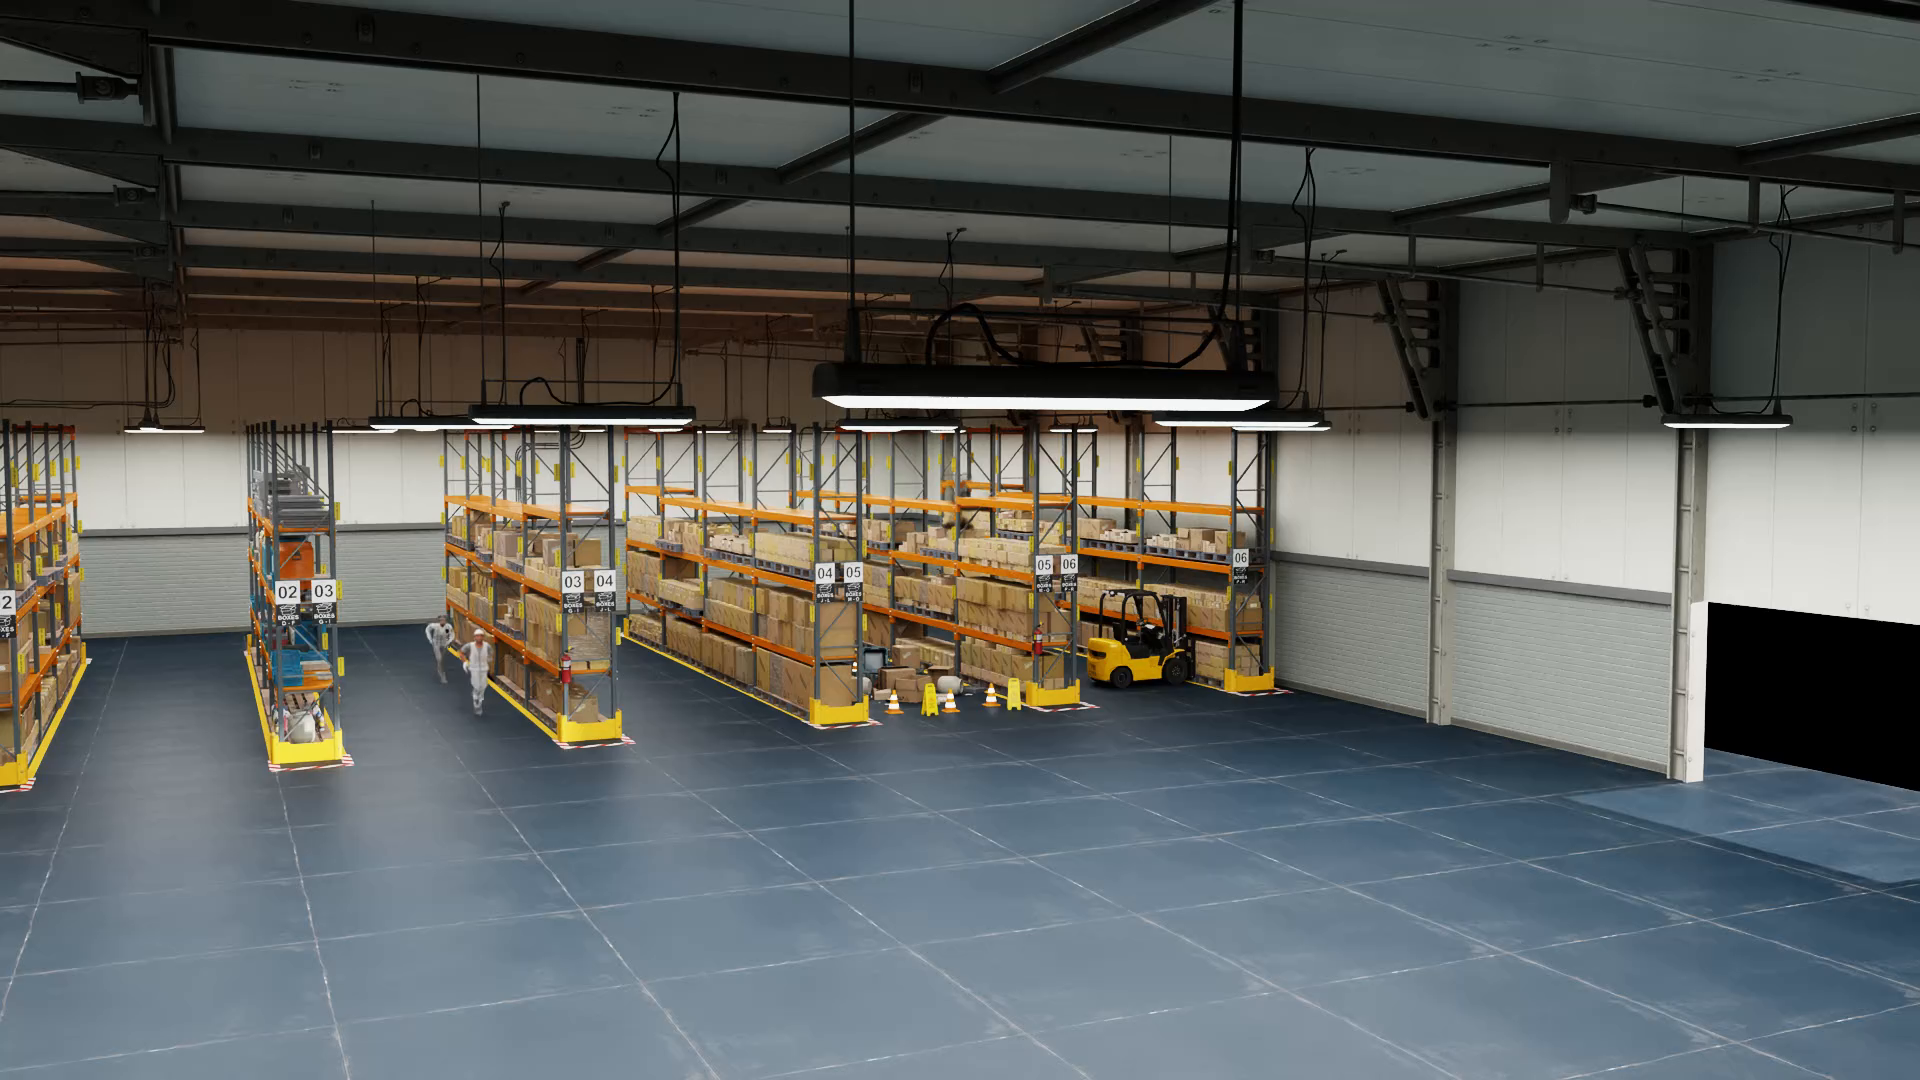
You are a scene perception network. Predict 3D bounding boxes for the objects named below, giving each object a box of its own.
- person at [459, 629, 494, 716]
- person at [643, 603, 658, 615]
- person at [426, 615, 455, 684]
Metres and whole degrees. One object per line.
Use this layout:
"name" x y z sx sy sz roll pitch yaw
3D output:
"person" -9.871 2.718 34.065 0.656 1.797 0.769 -2 4 -28
"person" -9.078 1.797 49.109 0.540 1.744 0.777 0 4 2
"person" -12.157 2.519 38.898 0.655 1.628 0.968 -1 4 -22
